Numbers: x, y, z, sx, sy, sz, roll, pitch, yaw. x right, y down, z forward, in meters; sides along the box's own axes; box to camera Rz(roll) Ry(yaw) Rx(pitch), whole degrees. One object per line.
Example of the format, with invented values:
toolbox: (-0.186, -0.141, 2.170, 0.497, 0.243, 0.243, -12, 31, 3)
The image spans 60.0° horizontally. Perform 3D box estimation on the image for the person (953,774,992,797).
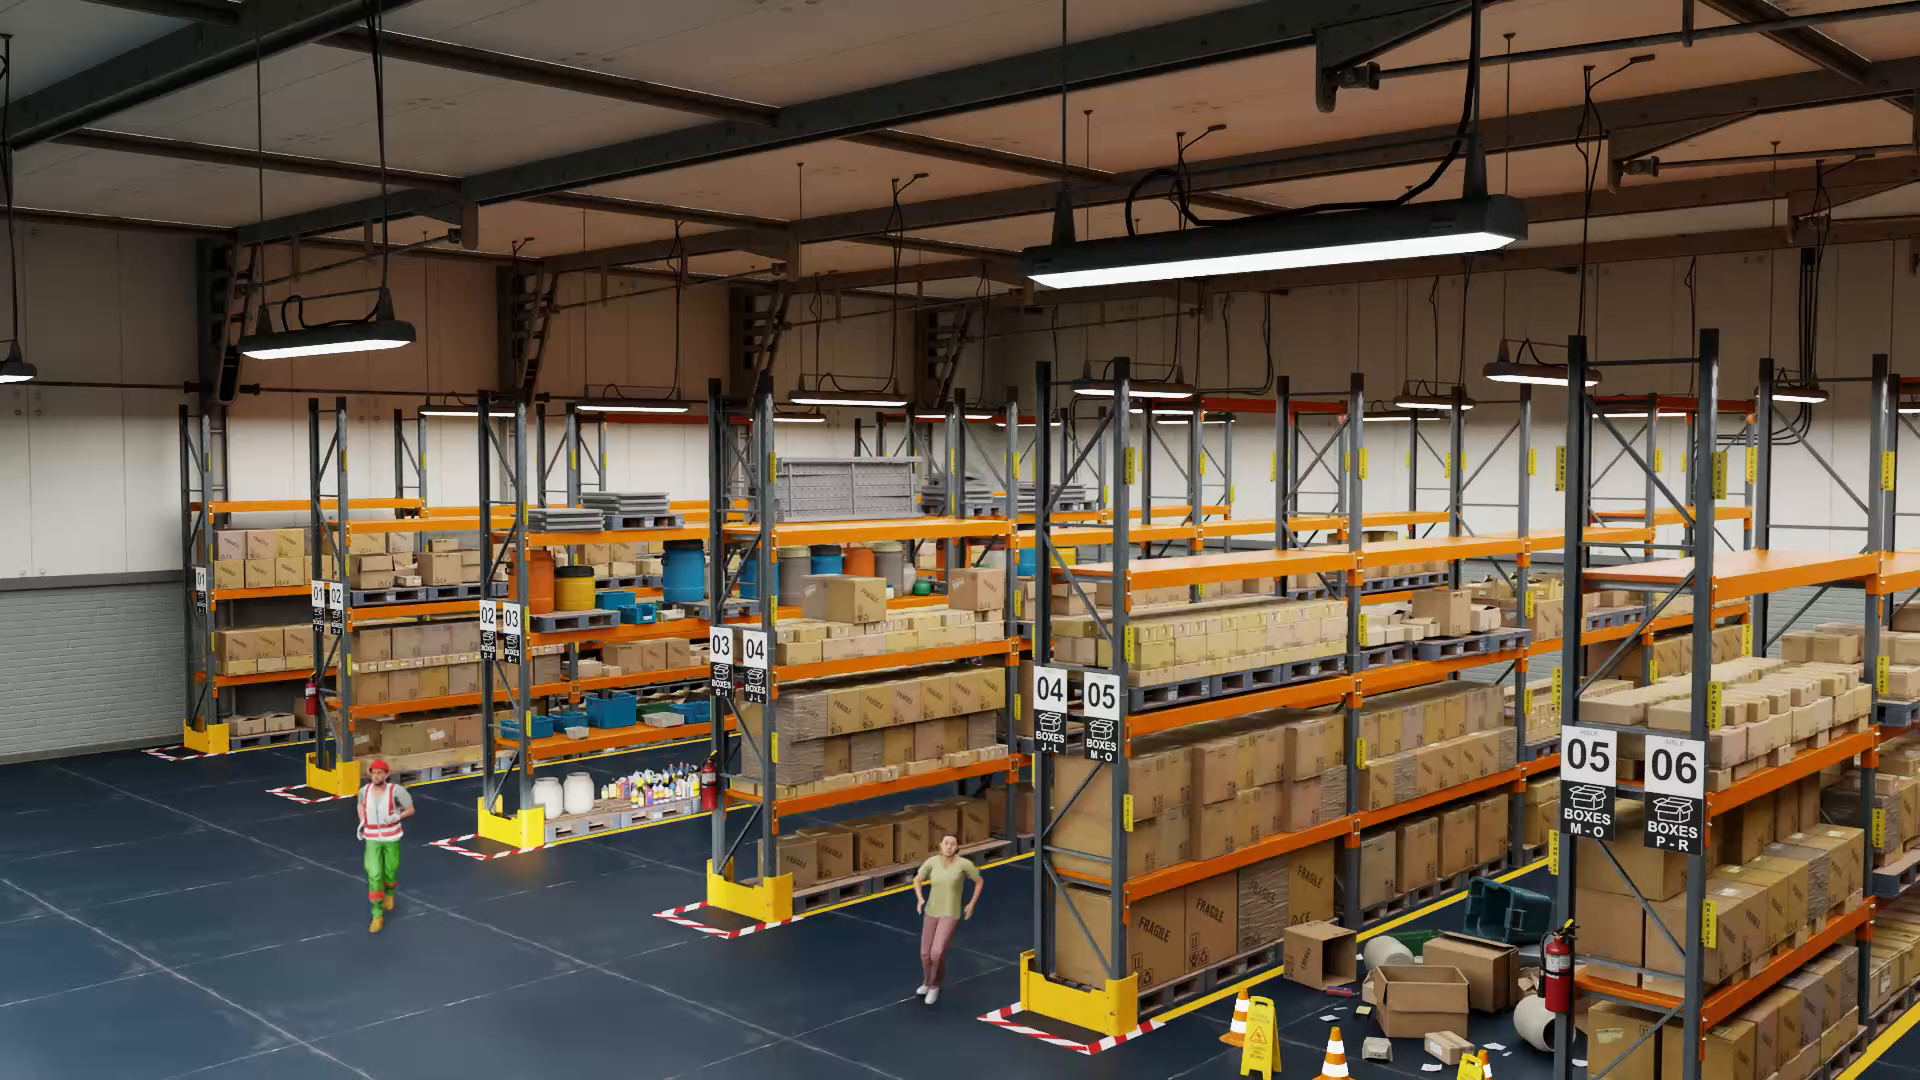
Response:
person: (0.191, 3.009, 24.822, 0.642, 1.780, 0.783, 2, 4, 37)

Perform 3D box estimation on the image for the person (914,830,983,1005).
person: (-0.145, 3.524, 15.578, 0.638, 1.634, 0.631, 1, 3, 19)

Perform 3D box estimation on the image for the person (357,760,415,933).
person: (-6.315, 3.300, 18.269, 0.633, 1.804, 0.928, -1, 3, -10)
